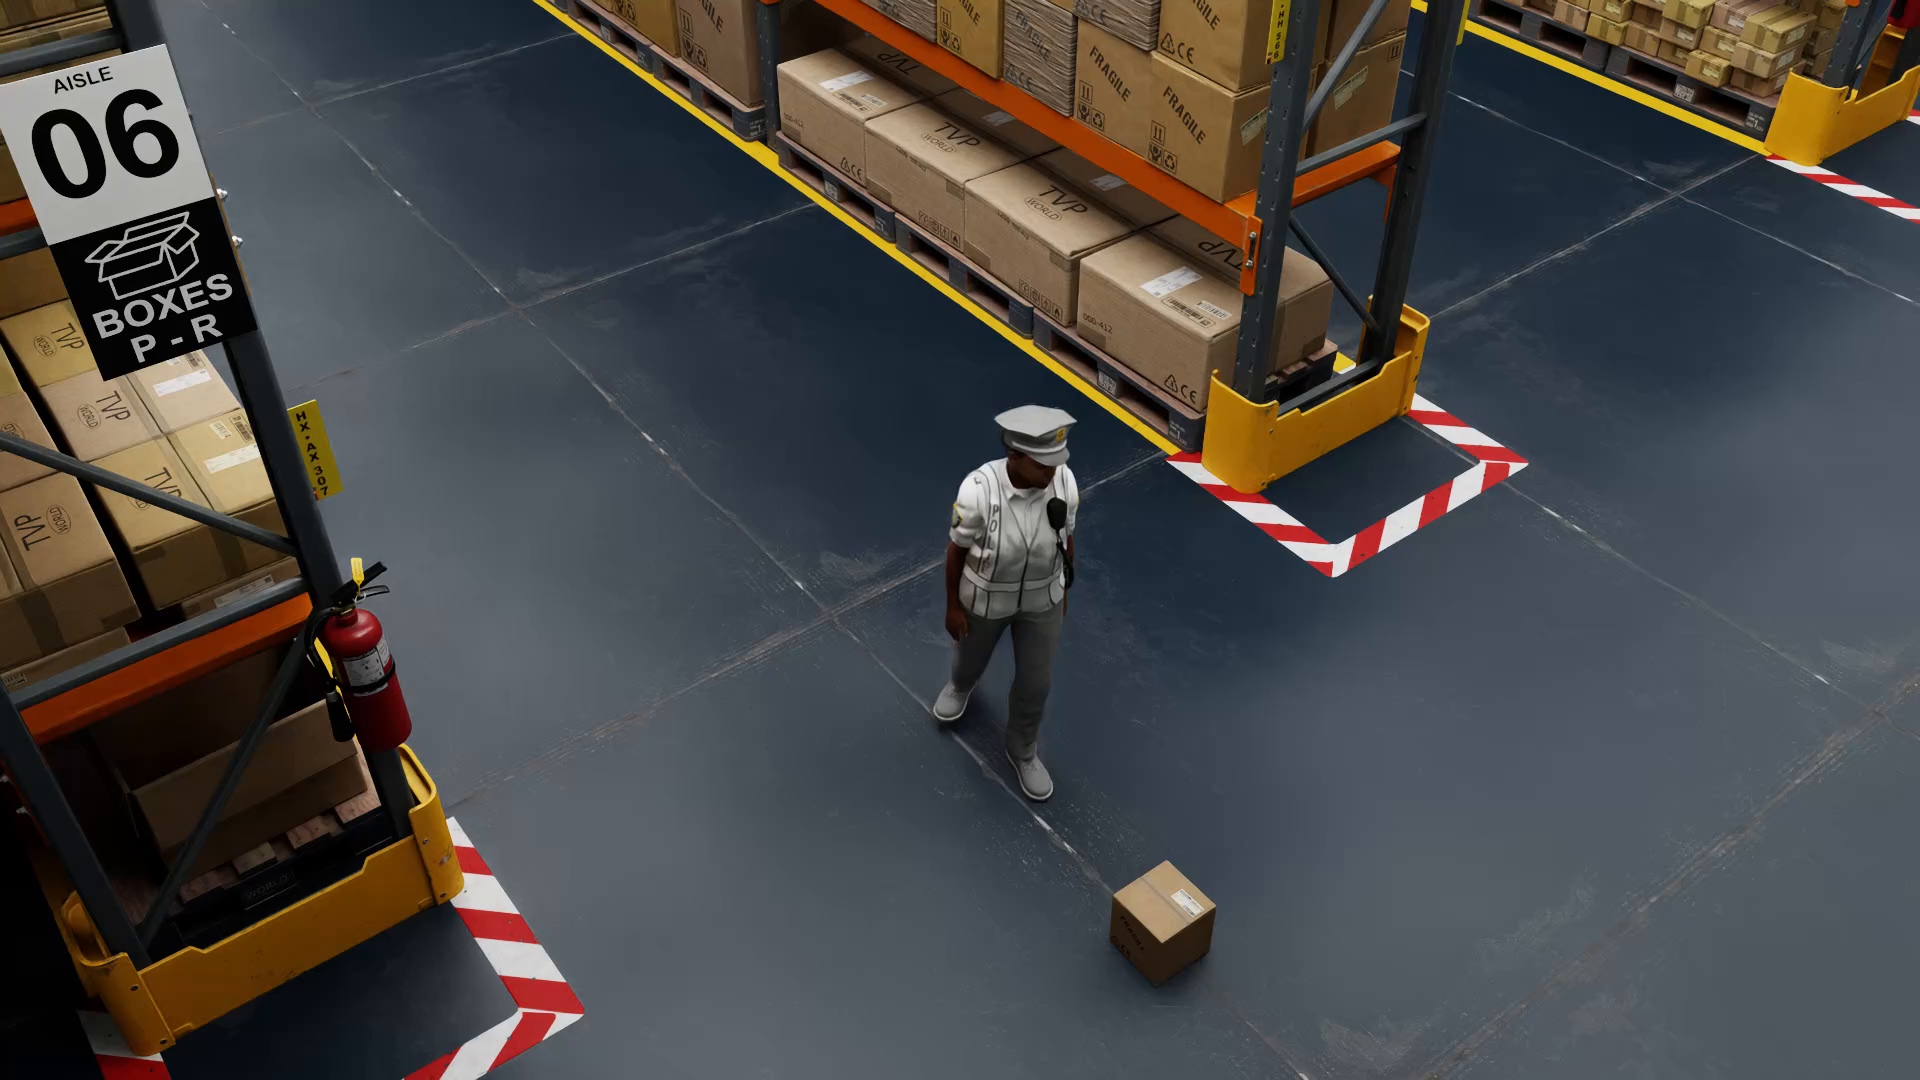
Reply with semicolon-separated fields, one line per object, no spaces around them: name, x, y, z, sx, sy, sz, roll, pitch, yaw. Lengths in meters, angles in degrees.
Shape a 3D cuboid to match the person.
person;0.157;0.161;5.956;0.479;1.663;0.656;-7;41;-8
